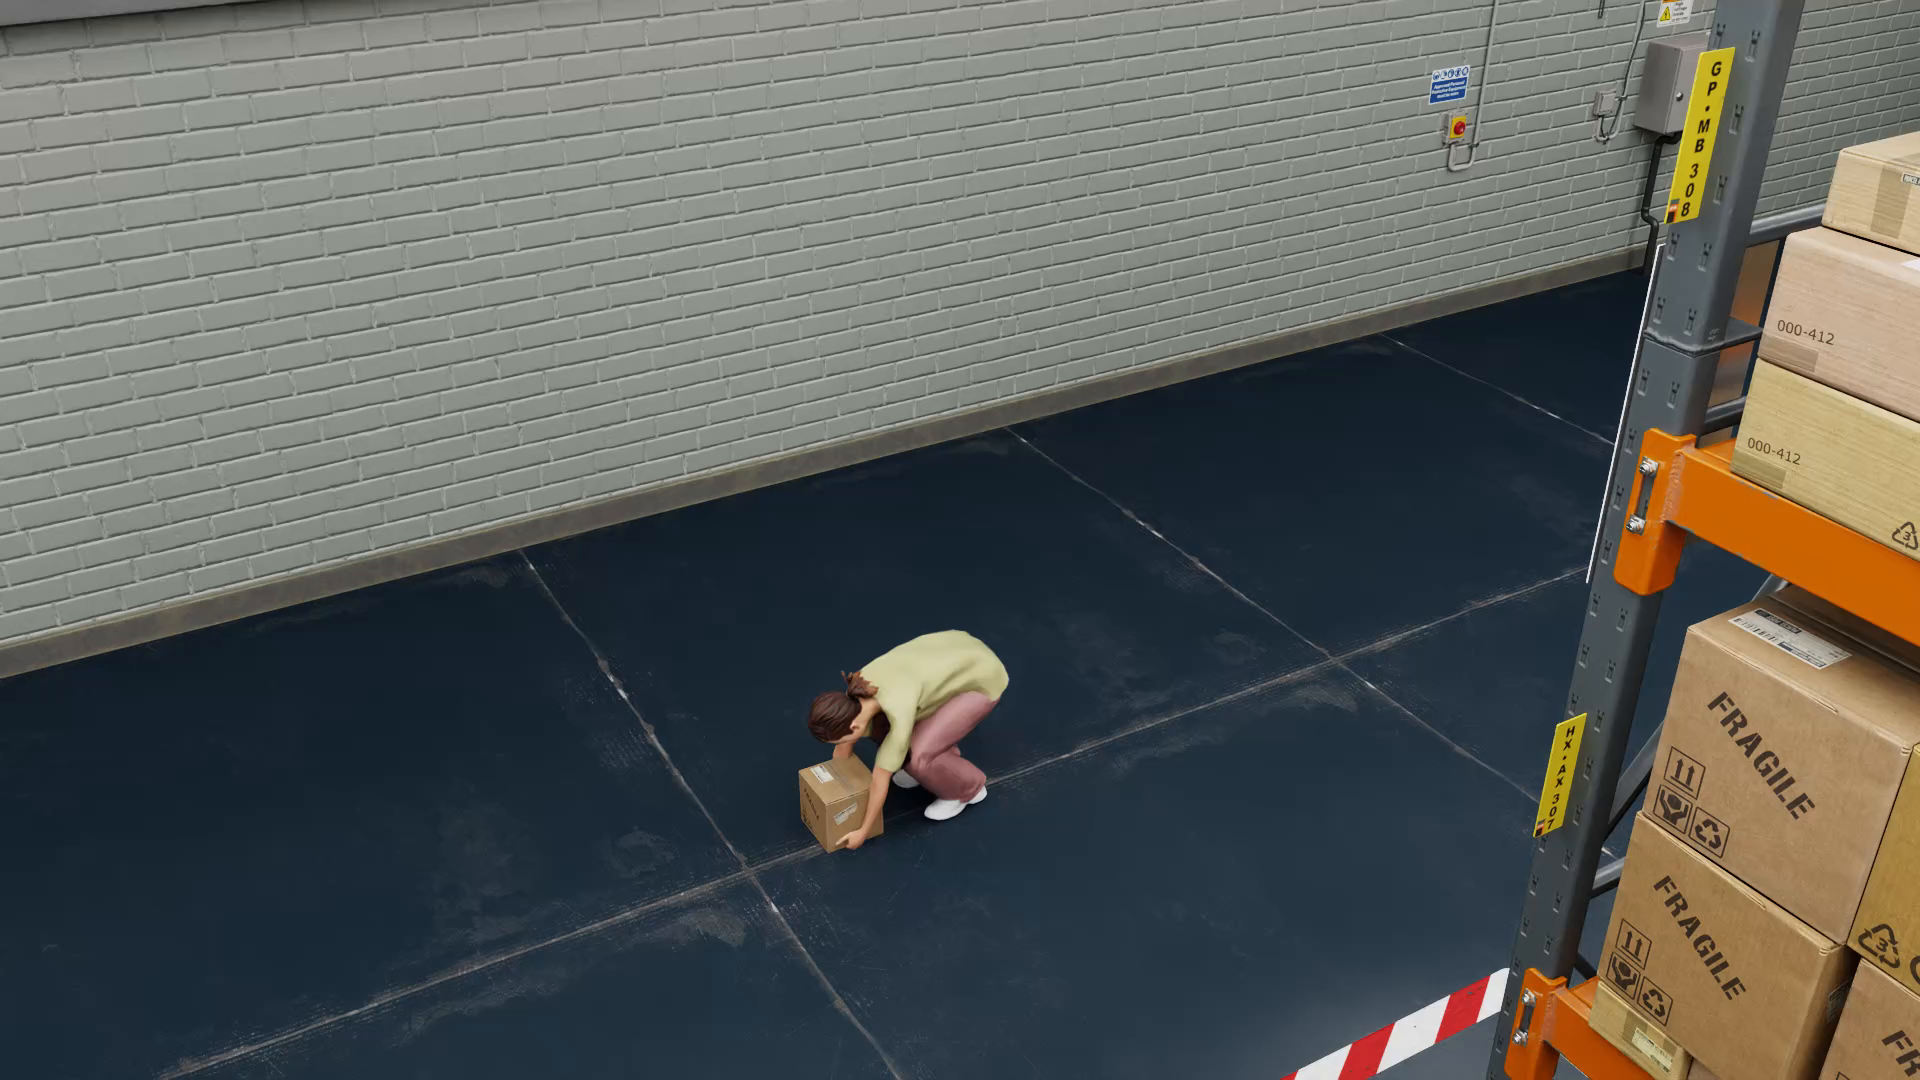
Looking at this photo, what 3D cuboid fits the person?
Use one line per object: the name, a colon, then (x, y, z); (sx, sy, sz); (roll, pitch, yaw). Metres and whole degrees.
person: (-0.213, 0.779, 6.707); (0.867, 0.754, 0.463); (-17, 33, -28)
